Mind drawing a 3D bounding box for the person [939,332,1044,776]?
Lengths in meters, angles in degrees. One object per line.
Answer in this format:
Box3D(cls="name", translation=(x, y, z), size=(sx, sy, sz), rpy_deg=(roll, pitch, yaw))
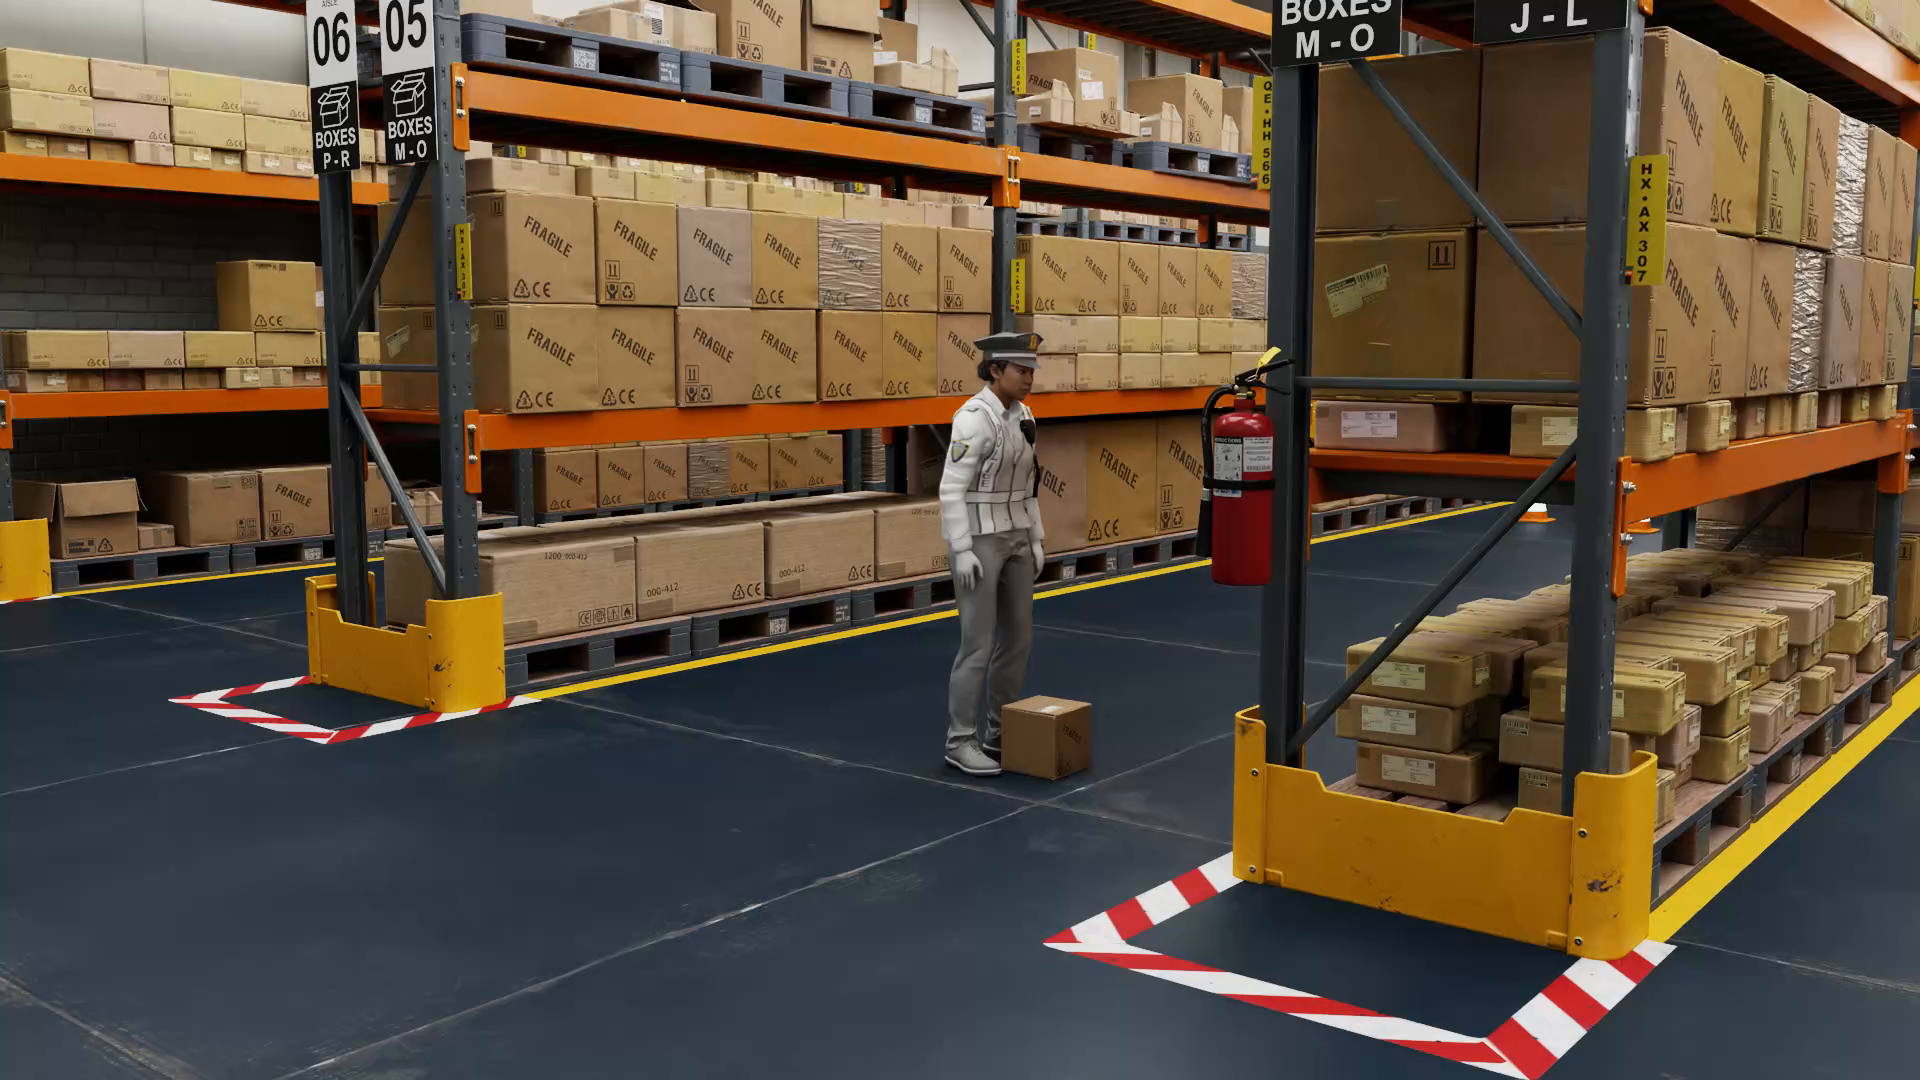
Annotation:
Box3D(cls="person", translation=(0.135, 0.036, 6.421), size=(0.371, 1.663, 0.530), rpy_deg=(5, 9, 39))
